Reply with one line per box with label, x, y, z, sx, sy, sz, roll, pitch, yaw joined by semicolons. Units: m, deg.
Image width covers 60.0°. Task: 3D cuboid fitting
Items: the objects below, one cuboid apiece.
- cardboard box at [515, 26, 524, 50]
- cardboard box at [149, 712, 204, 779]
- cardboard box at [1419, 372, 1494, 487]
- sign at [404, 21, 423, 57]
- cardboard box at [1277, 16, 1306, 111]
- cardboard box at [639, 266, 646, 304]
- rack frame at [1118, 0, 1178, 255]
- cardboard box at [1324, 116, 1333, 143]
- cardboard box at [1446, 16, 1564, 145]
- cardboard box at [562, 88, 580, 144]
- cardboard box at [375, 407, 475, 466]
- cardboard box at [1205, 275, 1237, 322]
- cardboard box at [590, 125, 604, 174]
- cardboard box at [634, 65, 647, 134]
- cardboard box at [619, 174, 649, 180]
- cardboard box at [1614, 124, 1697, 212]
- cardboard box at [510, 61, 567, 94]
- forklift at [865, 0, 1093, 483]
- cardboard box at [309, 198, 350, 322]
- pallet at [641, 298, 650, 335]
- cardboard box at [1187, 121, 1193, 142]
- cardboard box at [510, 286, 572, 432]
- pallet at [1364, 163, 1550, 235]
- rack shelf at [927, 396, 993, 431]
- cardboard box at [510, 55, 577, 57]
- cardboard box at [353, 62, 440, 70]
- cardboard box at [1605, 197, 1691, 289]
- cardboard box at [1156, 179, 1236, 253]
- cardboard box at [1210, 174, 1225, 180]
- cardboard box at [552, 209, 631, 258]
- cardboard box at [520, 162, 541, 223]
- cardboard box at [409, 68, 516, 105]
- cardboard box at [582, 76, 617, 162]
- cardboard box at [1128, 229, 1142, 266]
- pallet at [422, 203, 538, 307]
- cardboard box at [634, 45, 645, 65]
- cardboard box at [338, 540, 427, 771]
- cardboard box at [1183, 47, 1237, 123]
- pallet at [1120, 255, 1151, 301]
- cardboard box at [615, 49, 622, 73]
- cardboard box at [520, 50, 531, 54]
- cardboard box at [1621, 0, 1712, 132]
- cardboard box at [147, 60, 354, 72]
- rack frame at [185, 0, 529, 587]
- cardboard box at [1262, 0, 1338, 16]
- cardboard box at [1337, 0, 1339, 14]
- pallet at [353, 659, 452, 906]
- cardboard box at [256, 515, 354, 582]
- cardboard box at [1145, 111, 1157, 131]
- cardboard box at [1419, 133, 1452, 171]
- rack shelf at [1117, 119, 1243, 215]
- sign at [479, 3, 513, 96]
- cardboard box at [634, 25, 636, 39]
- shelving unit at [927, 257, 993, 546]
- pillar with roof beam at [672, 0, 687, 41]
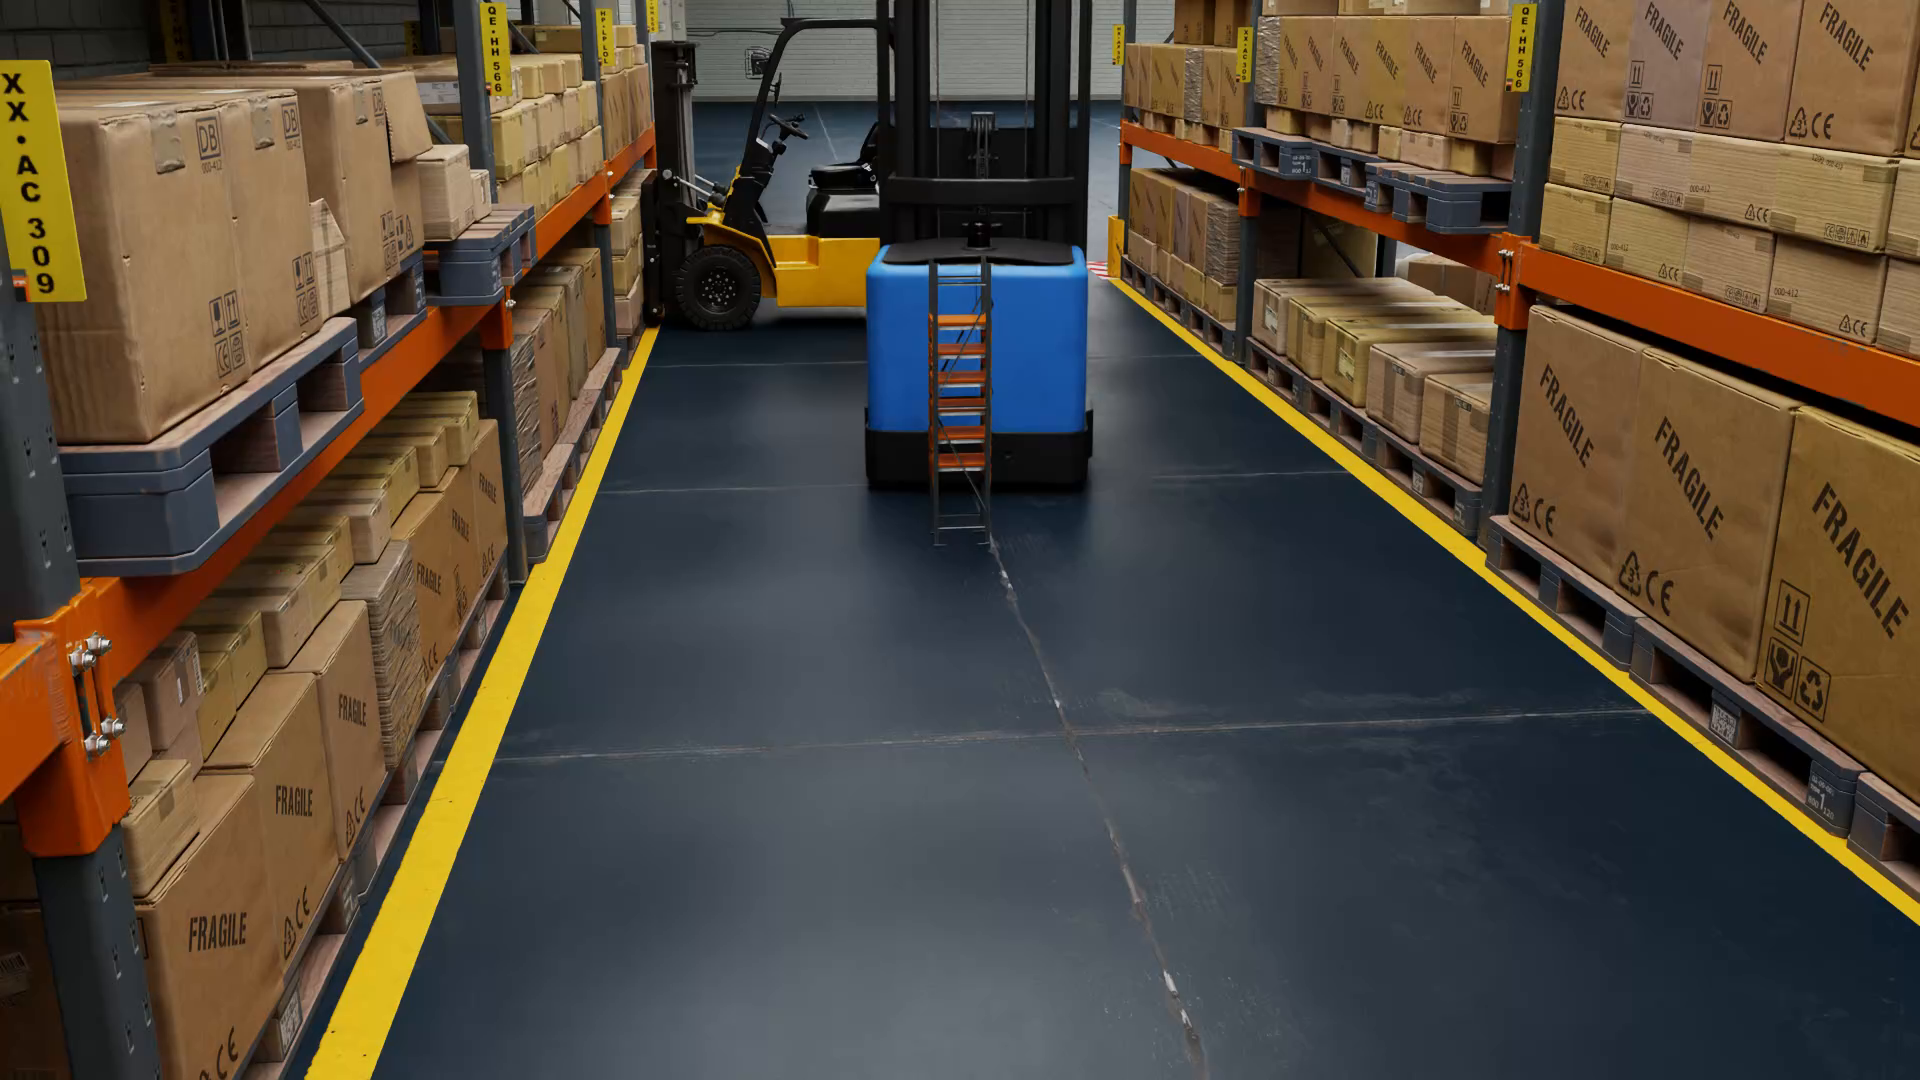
cardboard box;-3.095;-3.331;11.034;0.380;0.149;0.250;-2;18;-7
cardboard box;-1.695;0.430;3.190;0.380;0.149;0.250;-2;18;-7
cardboard box;2.659;-0.519;7.509;0.950;0.372;0.625;-3;18;-9
sign;-3.194;-2.875;9.748;0.100;0.325;0.005;-2;18;-6
cardboard box;2.110;-2.688;9.367;0.500;0.500;0.500;-2;18;-5
cardboard box;-2.499;-1.788;11.752;0.500;0.250;0.500;-1;17;-5
rack frame;1.882;-3.788;14.233;1.000;3.000;0.127;-2;18;-6
cardboard box;2.169;-2.193;8.874;0.380;0.149;0.250;-2;18;-5
cardboard box;2.384;-1.921;6.923;0.500;0.500;0.500;-2;18;-7
cardboard box;-2.230;-2.164;8.479;0.500;0.250;0.500;-1;17;-5
cardboard box;-1.867;-0.347;5.664;0.380;0.149;0.250;-3;18;-9
cardboard box;1.967;-1.652;11.321;0.500;0.250;0.500;-1;17;-3
cardboard box;-2.330;-2.228;9.515;0.500;0.250;0.500;-1;17;-4
cardboard box;-2.698;-3.387;12.792;0.500;0.500;0.500;-1;17;-4
cardboard box;-2.638;-2.719;13.050;0.500;0.250;0.500;-1;17;-5
cardboard box;2.566;-1.258;5.593;0.500;0.250;0.500;-1;17;-4
cardboard box;-2.120;-2.247;8.077;0.380;0.149;0.250;-2;18;-7
forklift;0.132;-2.055;8.828;1.130;2.935;3.031;1;17;2
cardboard box;-1.578;-0.620;3.667;0.396;0.266;0.258;-1;17;-3
pallet;-2.811;-1.713;12.282;1.003;0.211;1.213;-2;18;-6
cardboard box;1.854;-2.942;11.960;0.380;0.149;0.250;-2;18;-7
cardboard box;-2.425;-0.898;8.294;0.875;0.625;0.625;-3;18;-8
pallet;2.528;-1.522;7.336;1.213;0.211;1.003;-2;18;-6
rack shelf;-0.001;-0.534;7.024;0.258;0.103;0.180;-2;18;-6
cardboard box;-2.341;-2.627;9.288;0.380;0.149;0.250;-2;18;-6
cardboard box;-2.642;-2.154;7.781;0.380;0.149;0.250;-1;17;-4
cardboard box;2.578;-1.026;5.689;0.500;0.250;0.500;-2;18;-7
cardboard box;1.795;-2.472;12.682;0.500;0.500;0.500;-1;17;-5
cardboard box;2.282;-2.648;13.240;0.500;0.500;0.500;-1;17;-4
cardboard box;-2.380;-1.961;10.635;0.500;0.250;0.500;-2;18;-6
cardboard box;-2.079;-1.468;7.095;0.500;0.250;0.500;-2;18;-7
cardboard box;-2.050;-1.866;6.863;0.380;0.149;0.250;-1;17;-4
cardboard box;-2.428;-2.629;10.377;0.500;0.500;0.500;-2;18;-7
cardboard box;1.691;-2.427;13.790;0.500;0.250;0.500;-2;18;-6
pallet;-2.090;-0.958;5.542;1.213;0.211;1.003;-2;18;-6
cardboard box;-2.684;-3.820;13.088;0.380;0.149;0.250;-1;17;-5
cardboard box;-1.802;0.321;4.617;0.500;0.500;0.500;-2;18;-8
cardboard box;1.884;-3.218;11.755;0.500;0.500;0.500;-1;17;-4
pallet;1.939;-2.191;13.805;1.003;0.211;1.213;-2;18;-6
cardboard box;-2.473;-3.209;11.142;0.380;0.149;0.250;-2;18;-6
cardboard box;-3.008;-3.192;11.086;0.380;0.149;0.250;-1;17;-4
cardboard box;2.576;-1.627;5.515;0.500;0.500;0.500;-2;18;-5
cardboard box;-2.332;-1.339;5.568;0.500;0.500;0.500;-1;17;-3
rack frame;-2.229;-1.250;6.149;1.000;3.000;0.127;-2;18;-6
cardboard box;1.992;-3.144;9.737;0.380;0.149;0.250;-2;18;-6
cardboard box;2.465;-3.400;10.667;0.700;0.500;0.500;-2;18;-6
pallet;-2.067;0.667;4.700;1.003;0.211;1.213;-2;18;-6
cardboard box;-1.843;0.043;4.421;0.380;0.149;0.250;-2;18;-5
cardboard box;1.679;-3.327;13.185;0.380;0.149;0.250;-2;17;-5
cardboard box;2.270;-1.726;7.386;0.380;0.149;0.250;-2;18;-6
rack shelf;2.089;-2.848;12.443;1.077;0.370;4.000;-2;18;-6
sign;-1.690;-1.784;6.050;0.100;0.325;0.005;-2;18;-6
cardboard box;-2.698;-3.882;12.789;0.380;0.149;0.250;-1;17;-4
shelving unit;-0.001;-0.577;7.011;0.258;1.200;0.189;-2;18;-6
pillar with roof beam;-2.691;-15.331;40.987;9.100;9.000;0.400;-2;18;-6
